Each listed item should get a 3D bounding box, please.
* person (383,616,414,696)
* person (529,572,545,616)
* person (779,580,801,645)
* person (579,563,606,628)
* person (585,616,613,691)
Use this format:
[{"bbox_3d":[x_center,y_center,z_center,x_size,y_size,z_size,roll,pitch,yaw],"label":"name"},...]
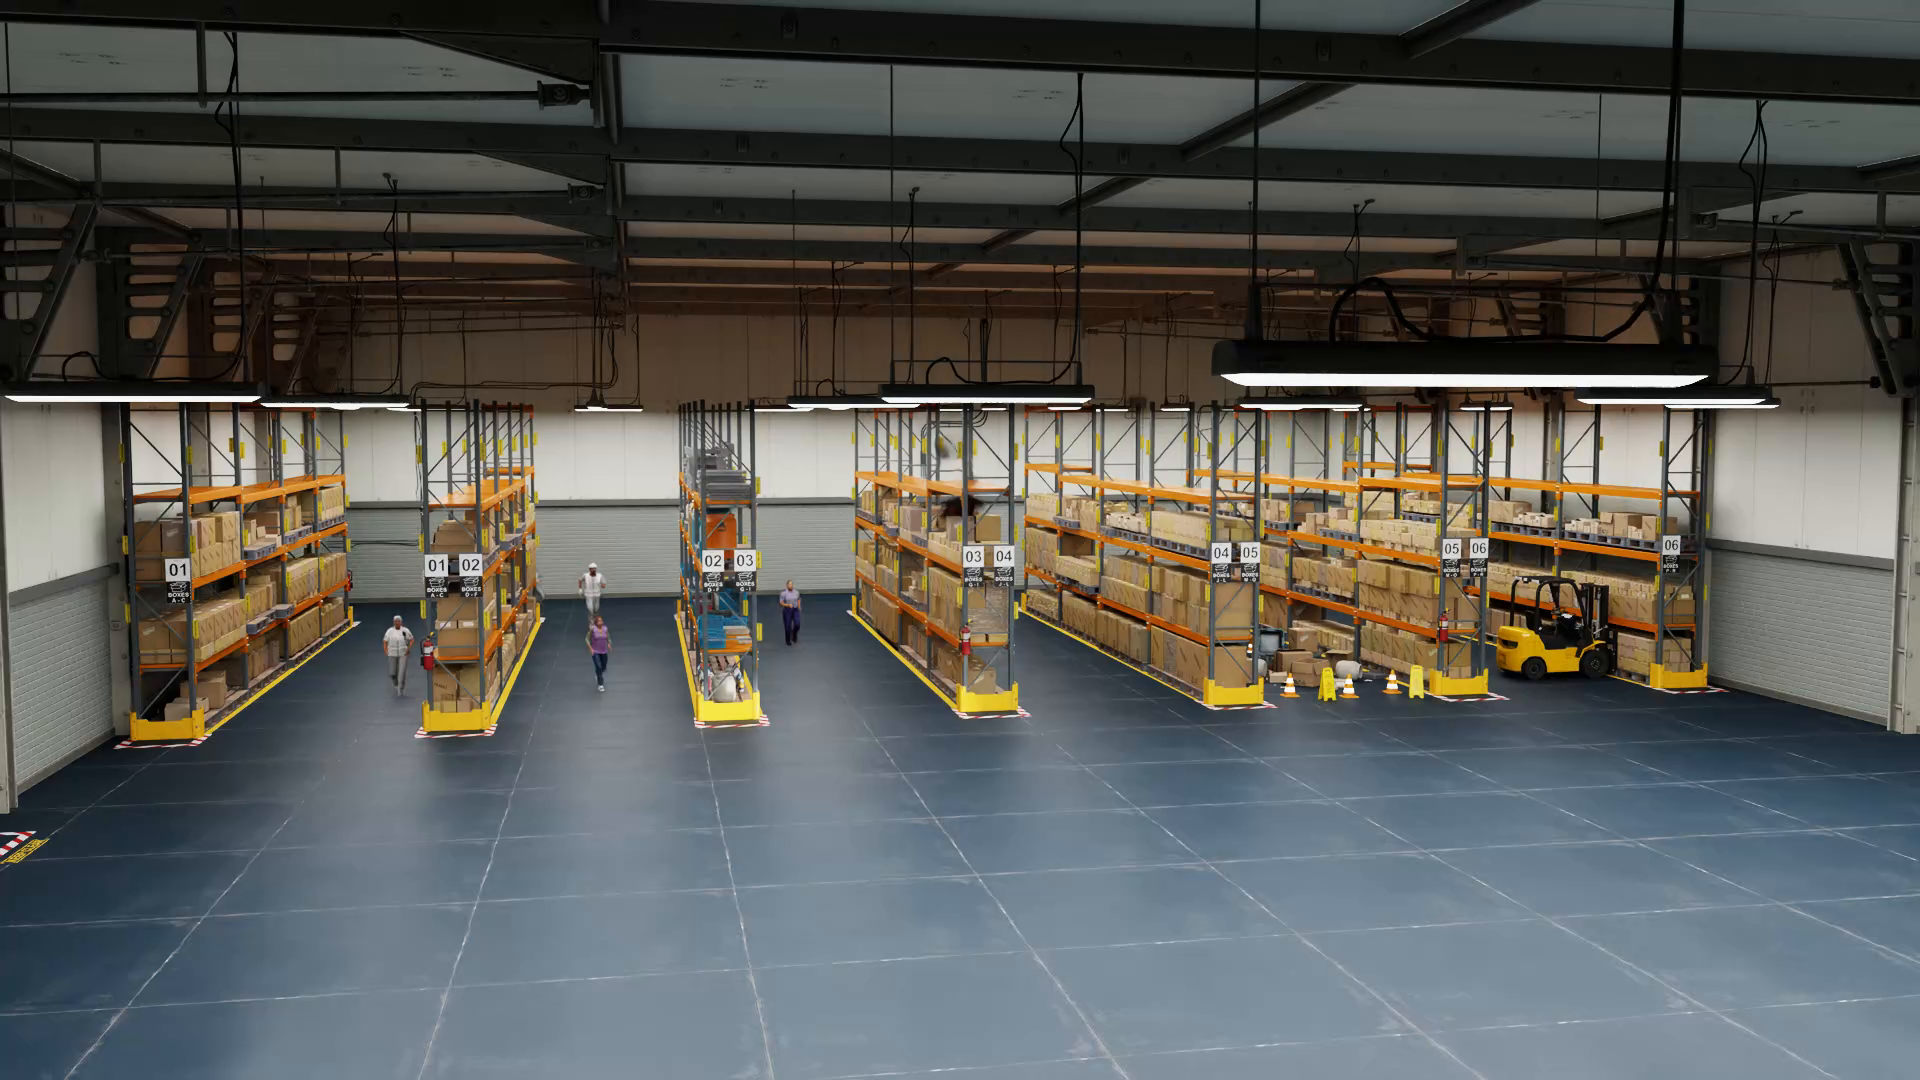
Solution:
[{"bbox_3d":[-11.488,2.356,34.038,0.616,1.632,0.599,-1,4,-16],"label":"person"},{"bbox_3d":[-12.126,1.399,47.091,0.645,1.607,0.565,1,4,15],"label":"person"},{"bbox_3d":[-4.172,1.808,41.202,0.592,1.609,0.577,-2,5,-21],"label":"person"},{"bbox_3d":[-9.671,1.511,43.800,0.667,1.827,0.900,-2,5,-25],"label":"person"},{"bbox_3d":[-7.559,2.341,34.680,0.525,1.560,0.682,-2,5,-30],"label":"person"}]
